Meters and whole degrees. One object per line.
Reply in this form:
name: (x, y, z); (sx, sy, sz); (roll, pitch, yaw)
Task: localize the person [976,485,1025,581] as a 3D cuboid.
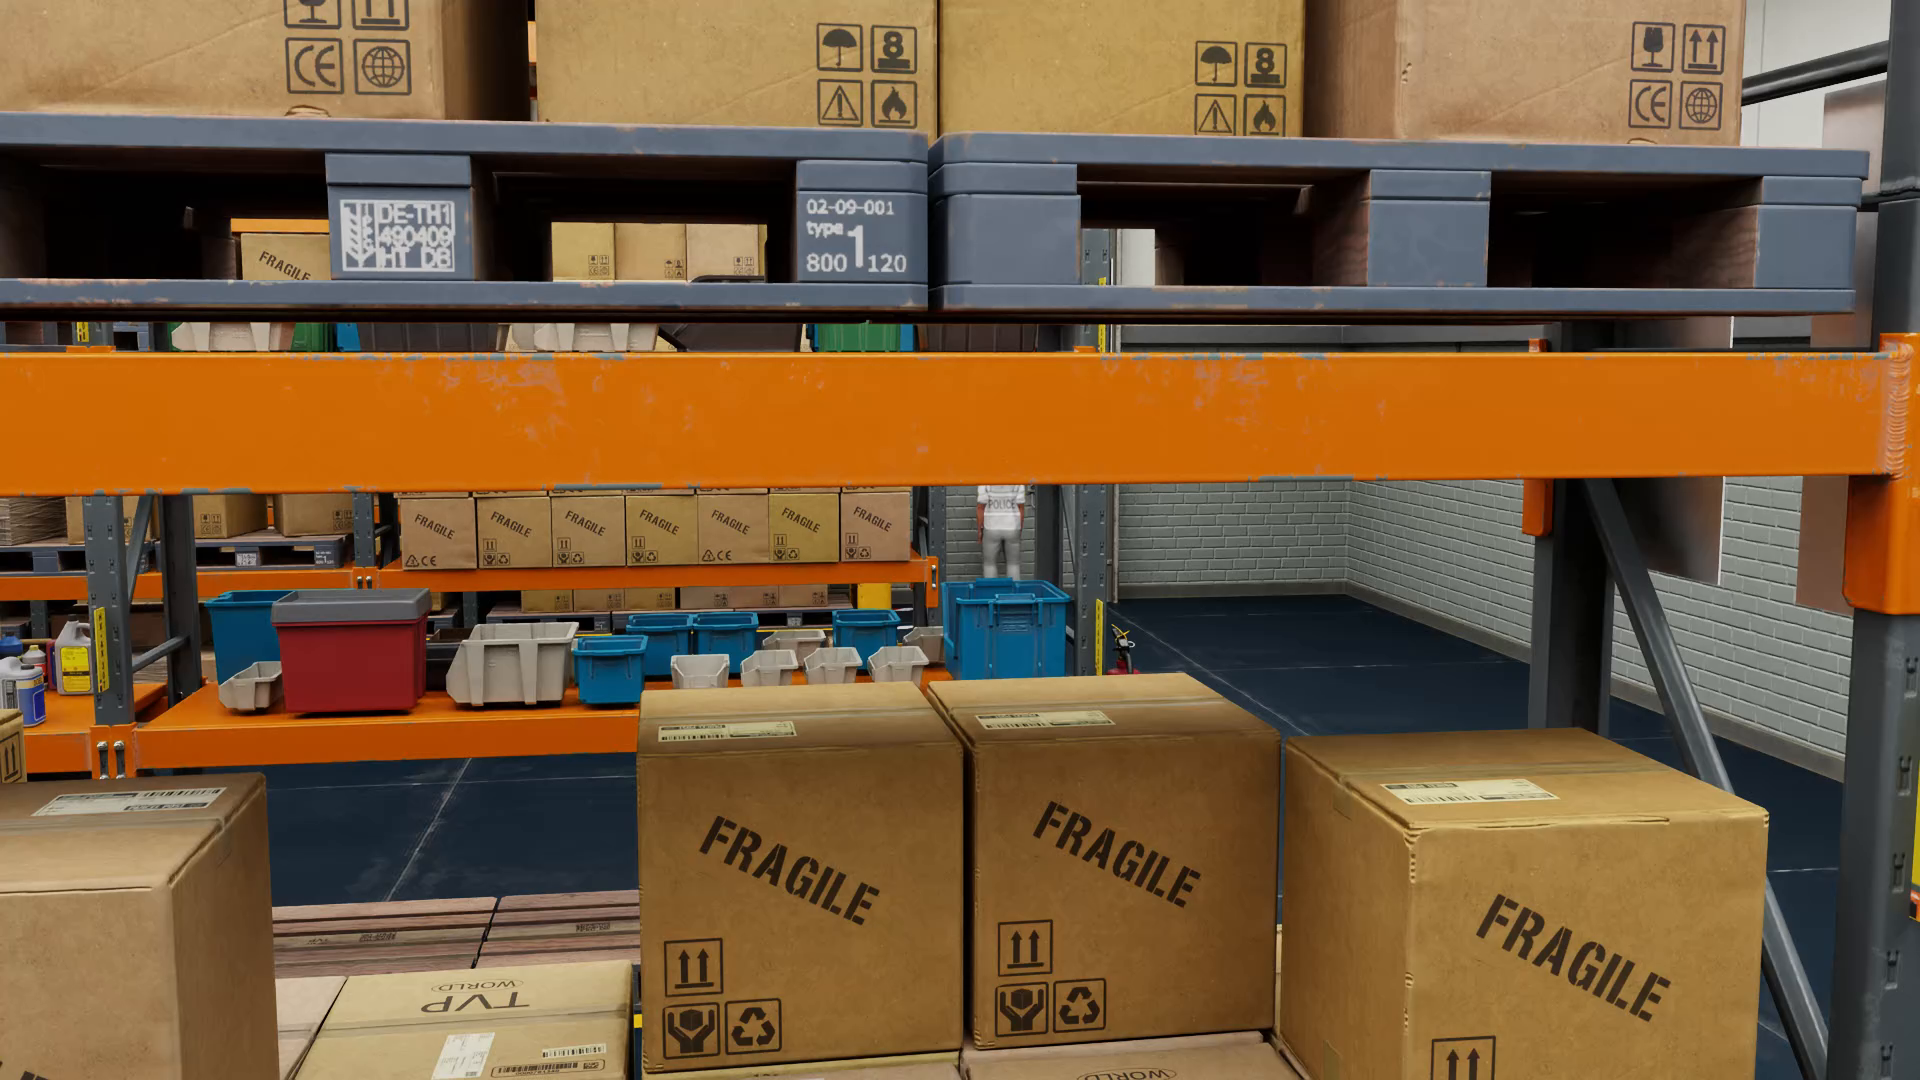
person: (0.431, -0.094, 18.052); (0.528, 1.751, 0.393); (-1, 6, -7)
